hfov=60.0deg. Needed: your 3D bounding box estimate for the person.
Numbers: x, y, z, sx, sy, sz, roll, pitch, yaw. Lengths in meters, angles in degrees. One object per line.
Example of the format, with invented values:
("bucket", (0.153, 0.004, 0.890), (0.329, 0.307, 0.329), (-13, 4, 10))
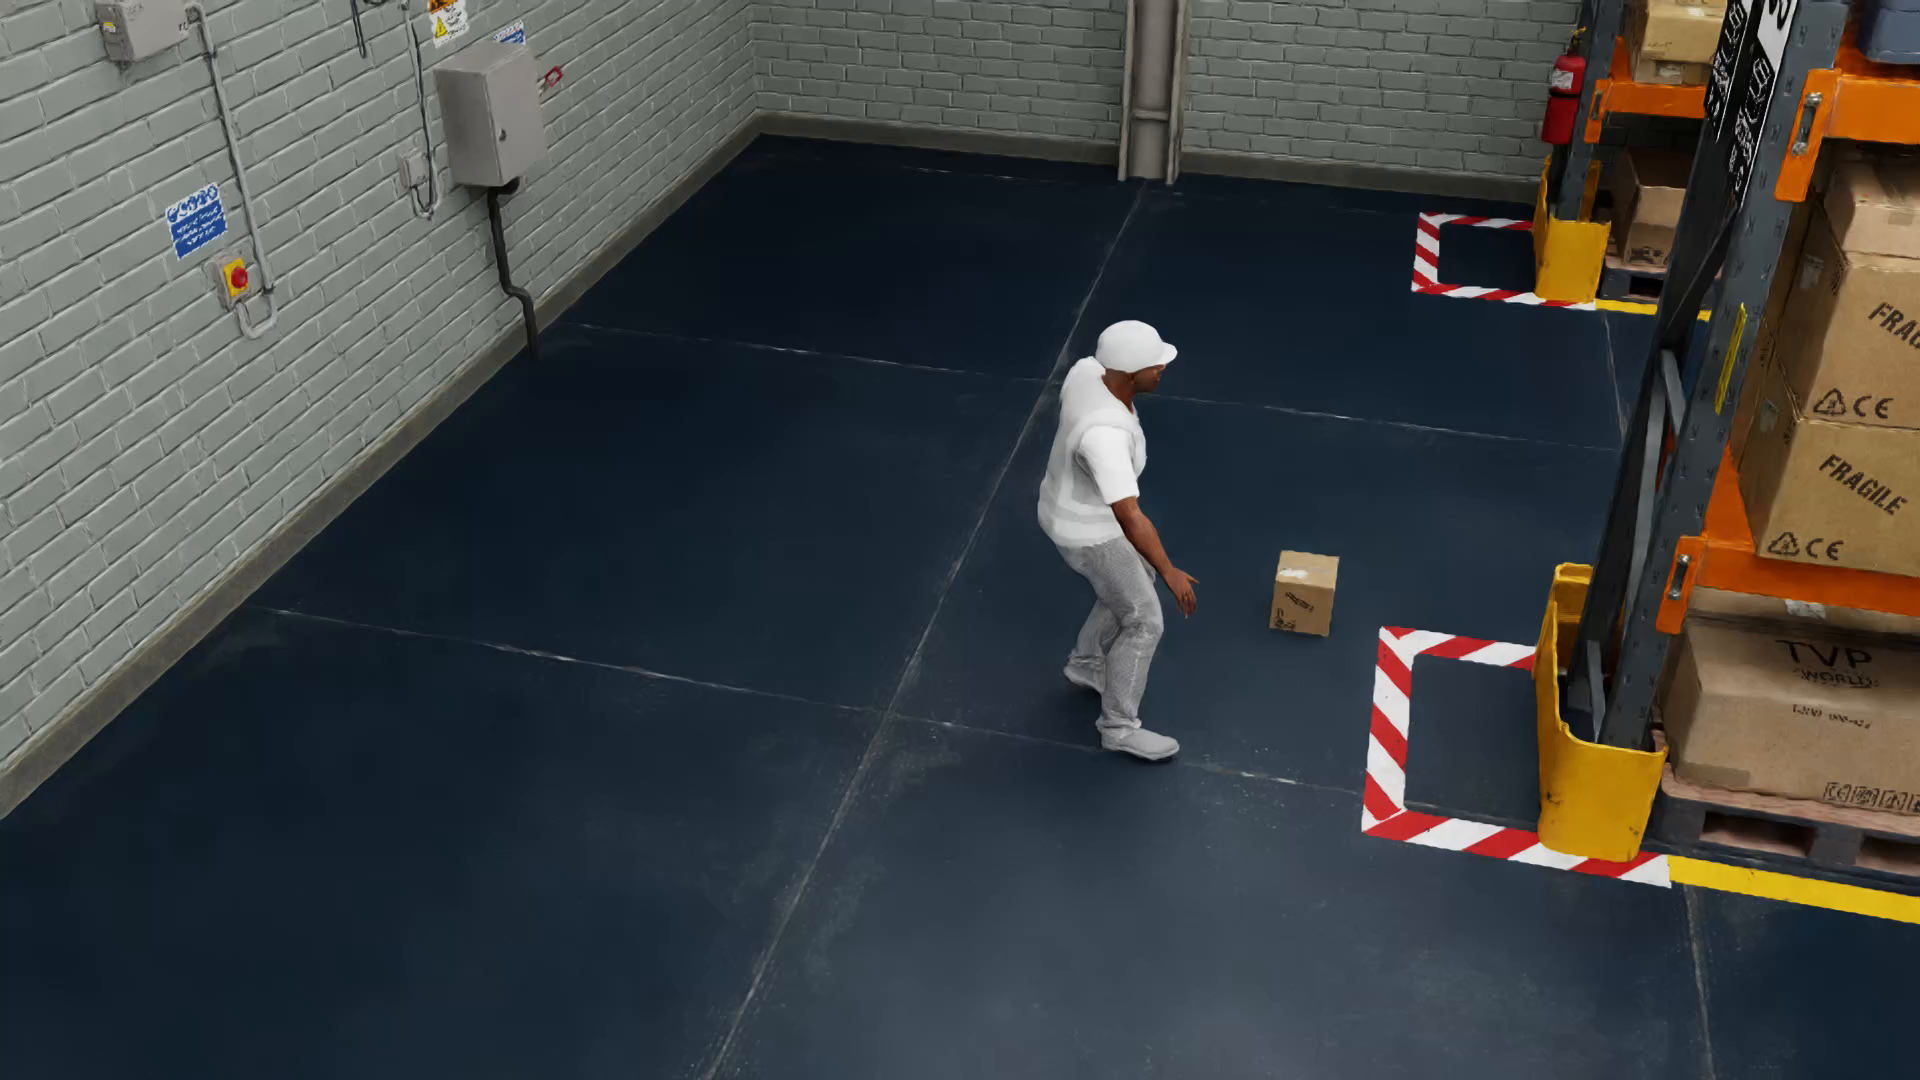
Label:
("person", (0.581, -0.025, 6.277), (0.501, 1.686, 0.968), (-6, 33, -9))
